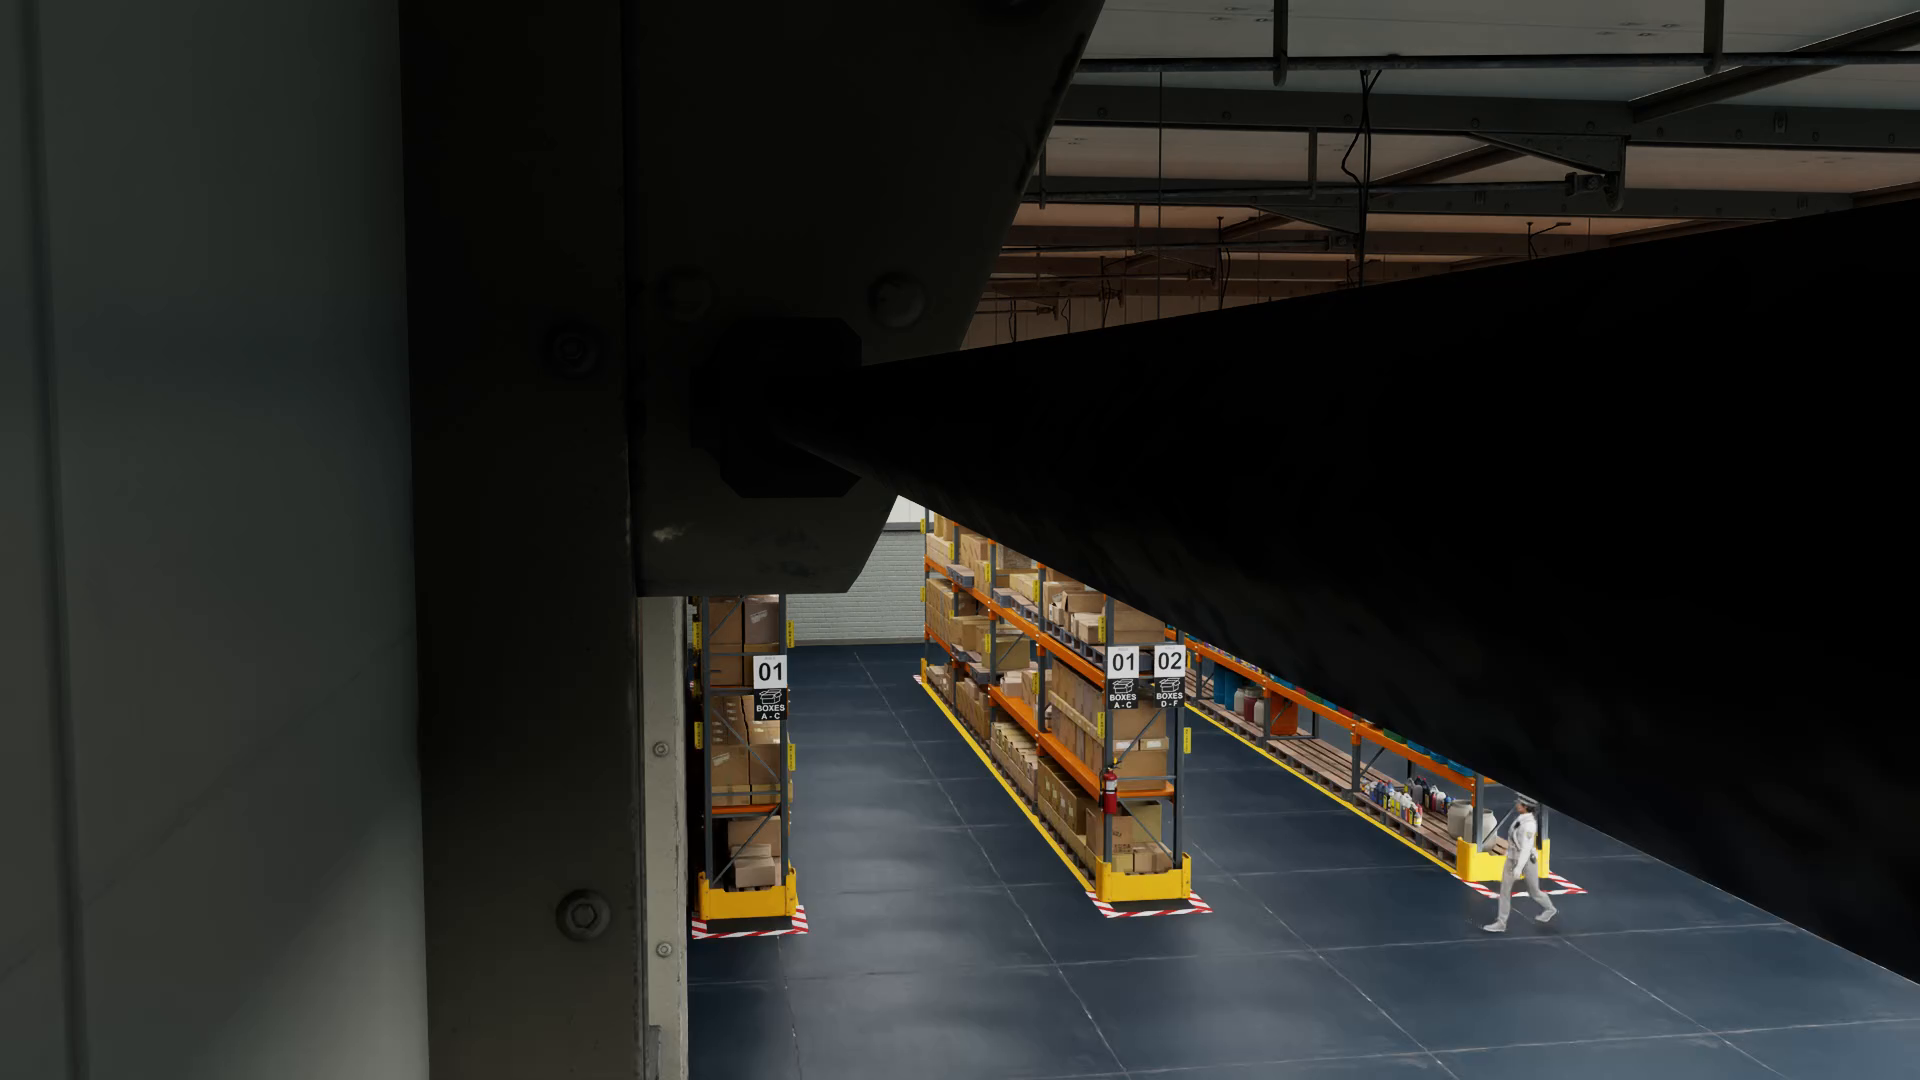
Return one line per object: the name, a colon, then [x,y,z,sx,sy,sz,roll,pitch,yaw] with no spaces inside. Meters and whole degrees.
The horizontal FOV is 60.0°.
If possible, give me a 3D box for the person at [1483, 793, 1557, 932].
person: [6.636,3.778,19.596,0.930,1.650,0.428,-3,6,-35]
